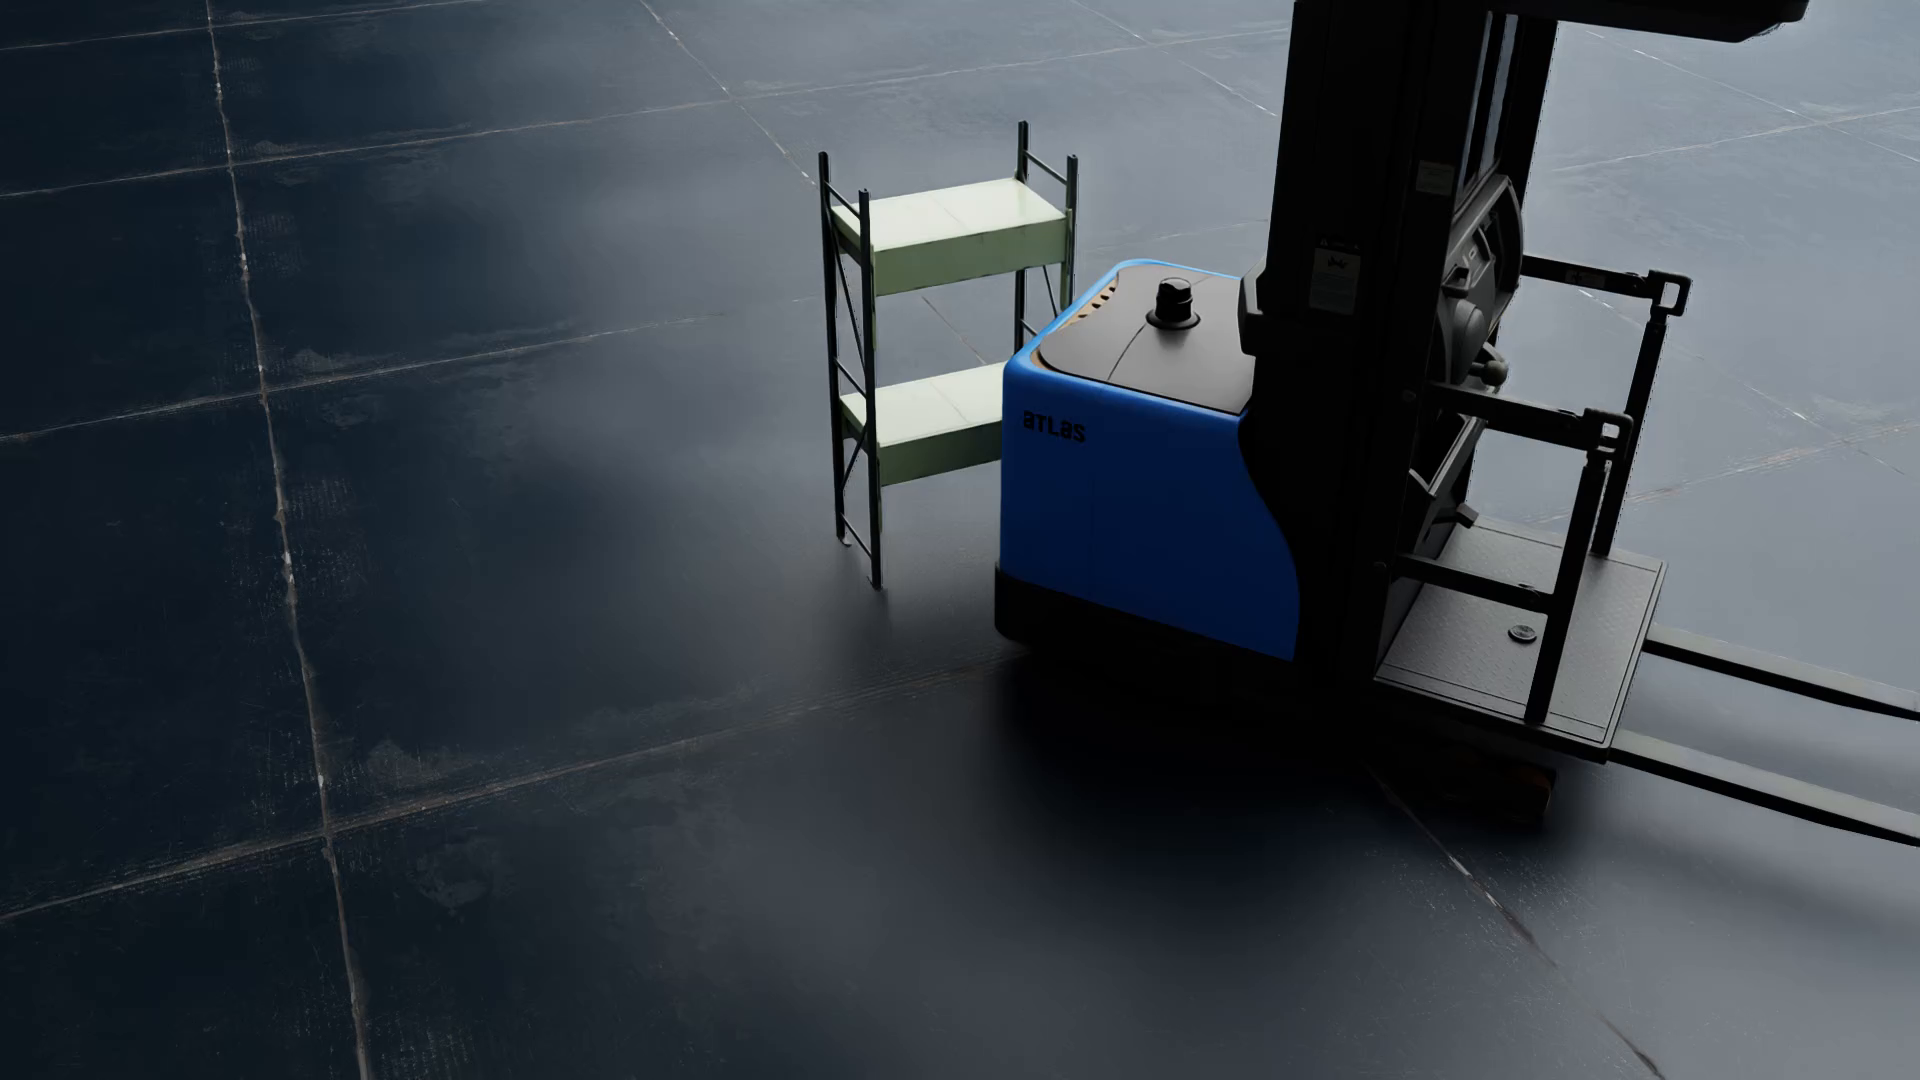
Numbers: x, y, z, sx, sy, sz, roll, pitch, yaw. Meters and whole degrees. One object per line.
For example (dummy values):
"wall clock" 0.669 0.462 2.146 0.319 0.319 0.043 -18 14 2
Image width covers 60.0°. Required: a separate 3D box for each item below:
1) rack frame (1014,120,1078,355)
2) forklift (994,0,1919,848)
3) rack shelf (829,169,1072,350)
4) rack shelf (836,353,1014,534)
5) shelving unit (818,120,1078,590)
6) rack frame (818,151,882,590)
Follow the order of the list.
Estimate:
"rack frame" 0.293 -0.715 5.974 0.023 1.500 0.400 -14 36 -20
"forklift" 1.662 -0.720 4.669 3.031 2.935 1.130 16 36 23
"rack shelf" -0.041 -0.960 5.635 0.720 0.370 0.431 -14 36 -20
"rack shelf" -0.041 -0.360 6.025 0.720 0.370 0.431 -14 36 -20
"shelving unit" -0.041 -0.633 5.848 0.755 1.500 0.431 -14 36 -20
"rack frame" -0.374 -0.551 5.721 0.023 1.500 0.400 -14 36 -20
